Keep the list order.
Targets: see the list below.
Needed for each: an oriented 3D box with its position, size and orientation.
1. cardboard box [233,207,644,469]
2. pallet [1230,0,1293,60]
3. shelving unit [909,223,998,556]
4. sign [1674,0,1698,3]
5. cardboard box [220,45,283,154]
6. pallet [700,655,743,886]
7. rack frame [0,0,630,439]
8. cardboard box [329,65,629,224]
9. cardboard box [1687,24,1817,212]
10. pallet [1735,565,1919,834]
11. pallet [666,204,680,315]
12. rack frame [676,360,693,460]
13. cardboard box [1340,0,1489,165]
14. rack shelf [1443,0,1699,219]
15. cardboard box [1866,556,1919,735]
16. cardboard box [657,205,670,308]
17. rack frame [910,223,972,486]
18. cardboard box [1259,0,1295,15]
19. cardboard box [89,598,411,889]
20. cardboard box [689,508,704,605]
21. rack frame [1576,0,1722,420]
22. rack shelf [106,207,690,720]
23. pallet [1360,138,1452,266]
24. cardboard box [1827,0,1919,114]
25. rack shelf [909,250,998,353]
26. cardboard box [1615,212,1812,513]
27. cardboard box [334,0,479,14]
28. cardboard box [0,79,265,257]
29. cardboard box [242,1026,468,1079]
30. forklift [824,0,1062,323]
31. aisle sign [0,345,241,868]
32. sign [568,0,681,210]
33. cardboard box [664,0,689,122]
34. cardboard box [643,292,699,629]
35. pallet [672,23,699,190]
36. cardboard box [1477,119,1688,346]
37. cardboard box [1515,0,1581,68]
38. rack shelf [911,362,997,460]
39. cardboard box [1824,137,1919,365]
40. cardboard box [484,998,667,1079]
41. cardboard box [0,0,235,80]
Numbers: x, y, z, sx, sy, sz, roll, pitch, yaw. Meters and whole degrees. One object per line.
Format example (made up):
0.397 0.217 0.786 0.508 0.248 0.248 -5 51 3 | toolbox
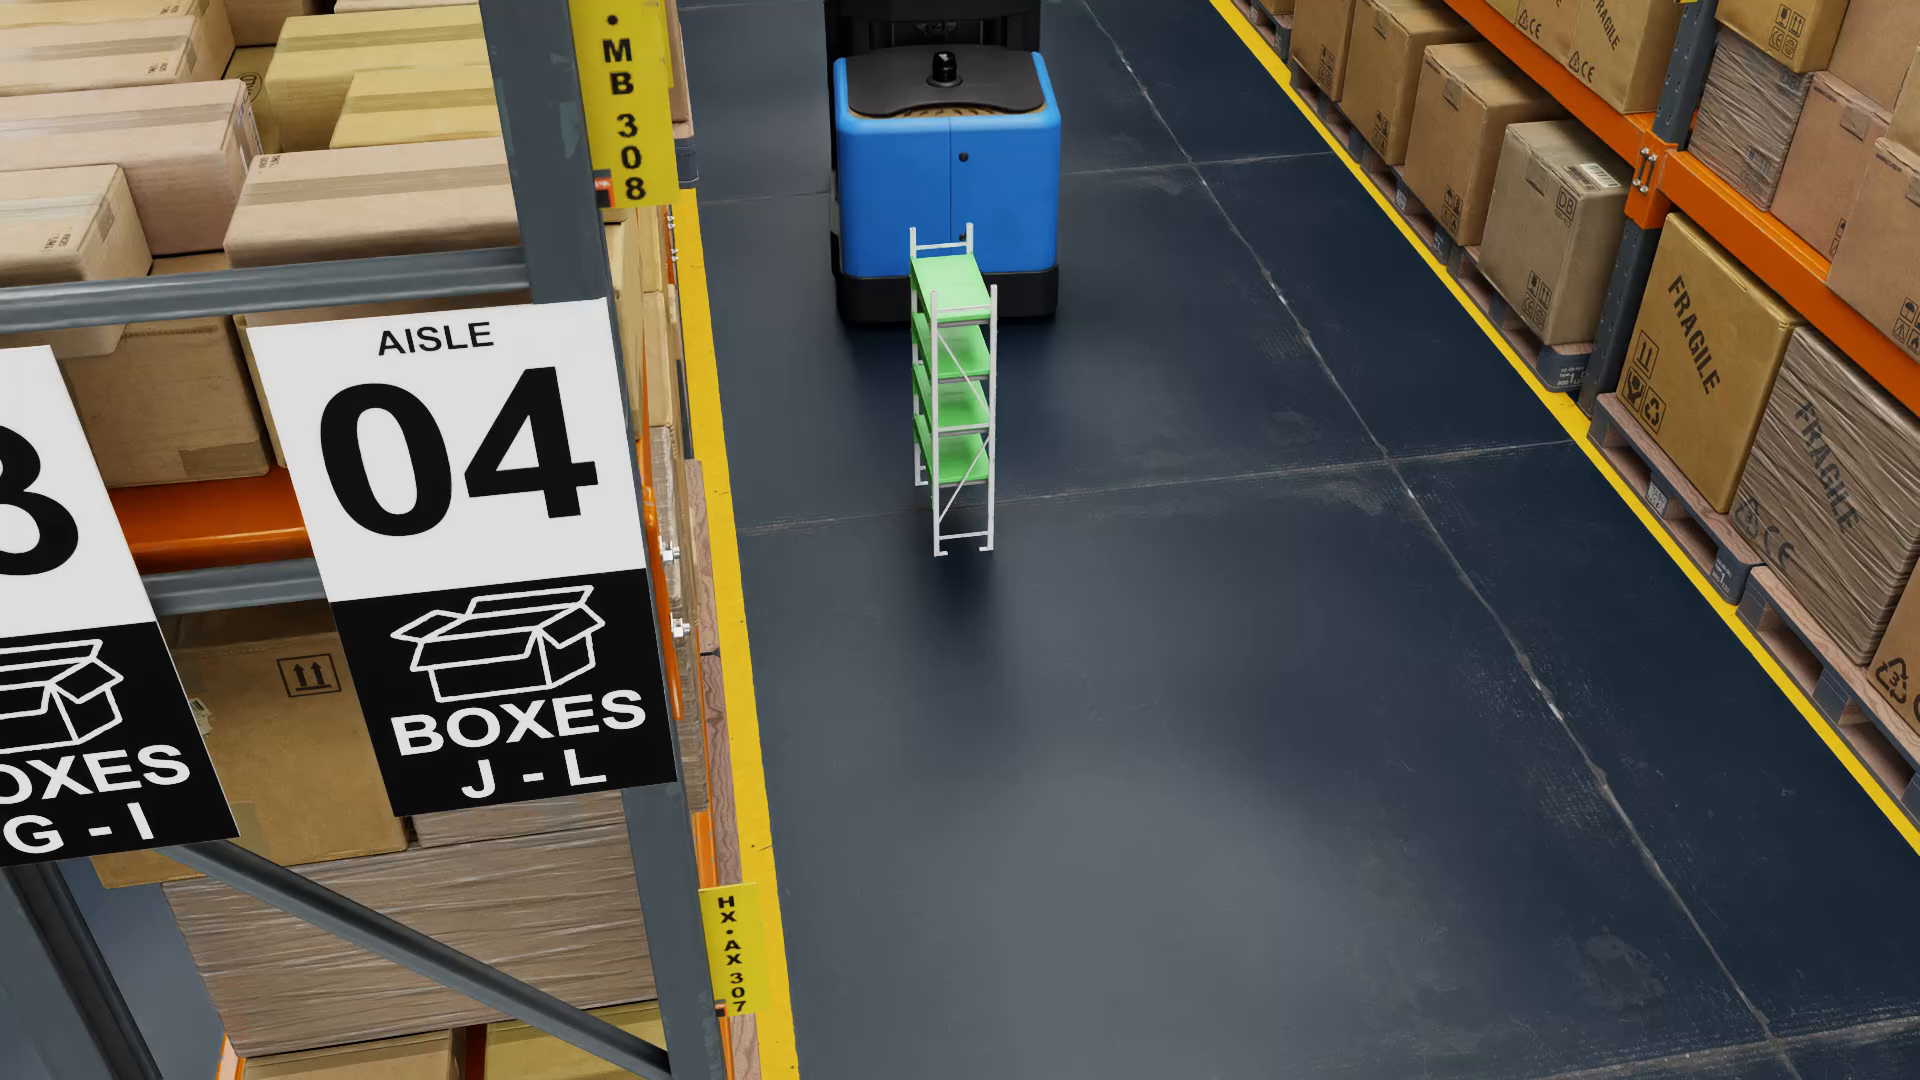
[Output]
-0.735 -0.367 2.455 0.500 0.250 0.500 -5 38 -7 | cardboard box
2.458 -3.598 11.210 1.003 0.211 1.213 -6 38 -8 | pallet
-0.029 -0.574 6.511 0.258 1.200 0.503 -6 38 -8 | shelving unit
2.763 -2.173 6.223 0.100 0.325 0.005 -6 38 -8 | sign
-1.330 -0.613 2.772 0.500 0.250 0.500 -6 38 -8 | cardboard box
-1.236 0.902 5.416 1.003 0.211 1.213 -6 38 -8 | pallet
-0.905 -1.292 1.078 1.000 3.000 0.127 -6 38 -8 | rack frame
-0.675 -0.564 2.383 0.380 0.149 0.250 -5 38 -7 | cardboard box
3.372 -1.649 6.306 0.875 0.550 0.550 -6 38 -8 | cardboard box
3.569 0.496 5.940 1.003 0.211 1.213 -6 38 -8 | pallet
-1.961 -1.446 8.440 1.003 0.211 1.213 -6 38 -8 | pallet
-1.606 -1.339 6.029 1.000 3.000 0.127 -6 38 -8 | rack frame
2.769 -2.600 9.143 1.050 0.750 0.750 -6 38 -7 | cardboard box
2.944 -2.735 8.412 1.077 0.370 4.000 -6 38 -8 | rack shelf
3.656 0.344 5.252 0.875 0.875 0.875 -7 38 -9 | cardboard box
-0.996 -0.742 4.122 0.500 0.500 0.500 -6 38 -8 | cardboard box
-0.072 -0.721 6.700 0.240 1.200 0.015 -6 38 -8 | rack frame
2.221 -3.776 10.860 0.500 0.500 0.500 -6 38 -8 | cardboard box
-1.244 0.220 2.883 0.500 0.500 0.500 -6 38 -8 | cardboard box
-0.887 0.062 4.430 0.380 0.149 0.250 -6 38 -8 | cardboard box
3.295 -1.811 6.637 1.000 3.000 0.127 -6 38 -8 | rack frame
-1.255 -1.031 3.774 1.077 0.370 4.000 -6 38 -8 | rack shelf
2.868 -1.907 9.032 1.003 0.211 1.213 -6 38 -8 | pallet
3.537 -1.751 5.556 0.875 0.550 0.550 -6 38 -8 | cardboard box
-0.029 -0.902 6.255 0.258 0.148 0.480 -6 38 -8 | rack shelf
3.336 -0.751 6.661 0.875 0.875 0.875 -6 38 -7 | cardboard box
-0.819 -0.875 2.784 0.380 0.149 0.250 -5 38 -6 | cardboard box
-1.191 -0.510 2.314 0.380 0.149 0.250 -7 38 -9 | cardboard box
-1.158 1.026 3.189 0.380 0.149 0.250 -6 38 -8 | cardboard box
-0.159 -3.088 8.336 1.130 2.935 3.031 -3 38 -4 | forklift
-1.189 0.120 2.032 0.394 0.787 0.004 -6 38 -8 | aisle sign
-0.370 -0.511 1.806 0.100 0.325 0.005 -6 38 -8 | sign
-1.607 -2.237 6.353 1.000 1.000 1.000 -6 38 -8 | cardboard box
-0.813 -0.139 3.345 0.500 0.500 0.500 -6 38 -8 | cardboard box
-1.597 -1.741 6.702 1.003 0.211 1.213 -6 38 -8 | pallet
3.098 -1.454 7.668 1.050 0.750 0.750 -6 38 -8 | cardboard box
2.852 -2.443 7.368 0.500 0.500 0.500 -7 38 -8 | cardboard box
-0.029 -0.523 6.550 0.258 0.148 0.480 -6 38 -8 | rack shelf
3.469 -0.981 5.445 0.875 0.550 0.550 -6 38 -8 | cardboard box
-0.720 0.978 3.250 0.380 0.149 0.250 -6 38 -8 | cardboard box
-1.414 -0.812 2.703 0.380 0.149 0.250 -6 38 -8 | cardboard box
